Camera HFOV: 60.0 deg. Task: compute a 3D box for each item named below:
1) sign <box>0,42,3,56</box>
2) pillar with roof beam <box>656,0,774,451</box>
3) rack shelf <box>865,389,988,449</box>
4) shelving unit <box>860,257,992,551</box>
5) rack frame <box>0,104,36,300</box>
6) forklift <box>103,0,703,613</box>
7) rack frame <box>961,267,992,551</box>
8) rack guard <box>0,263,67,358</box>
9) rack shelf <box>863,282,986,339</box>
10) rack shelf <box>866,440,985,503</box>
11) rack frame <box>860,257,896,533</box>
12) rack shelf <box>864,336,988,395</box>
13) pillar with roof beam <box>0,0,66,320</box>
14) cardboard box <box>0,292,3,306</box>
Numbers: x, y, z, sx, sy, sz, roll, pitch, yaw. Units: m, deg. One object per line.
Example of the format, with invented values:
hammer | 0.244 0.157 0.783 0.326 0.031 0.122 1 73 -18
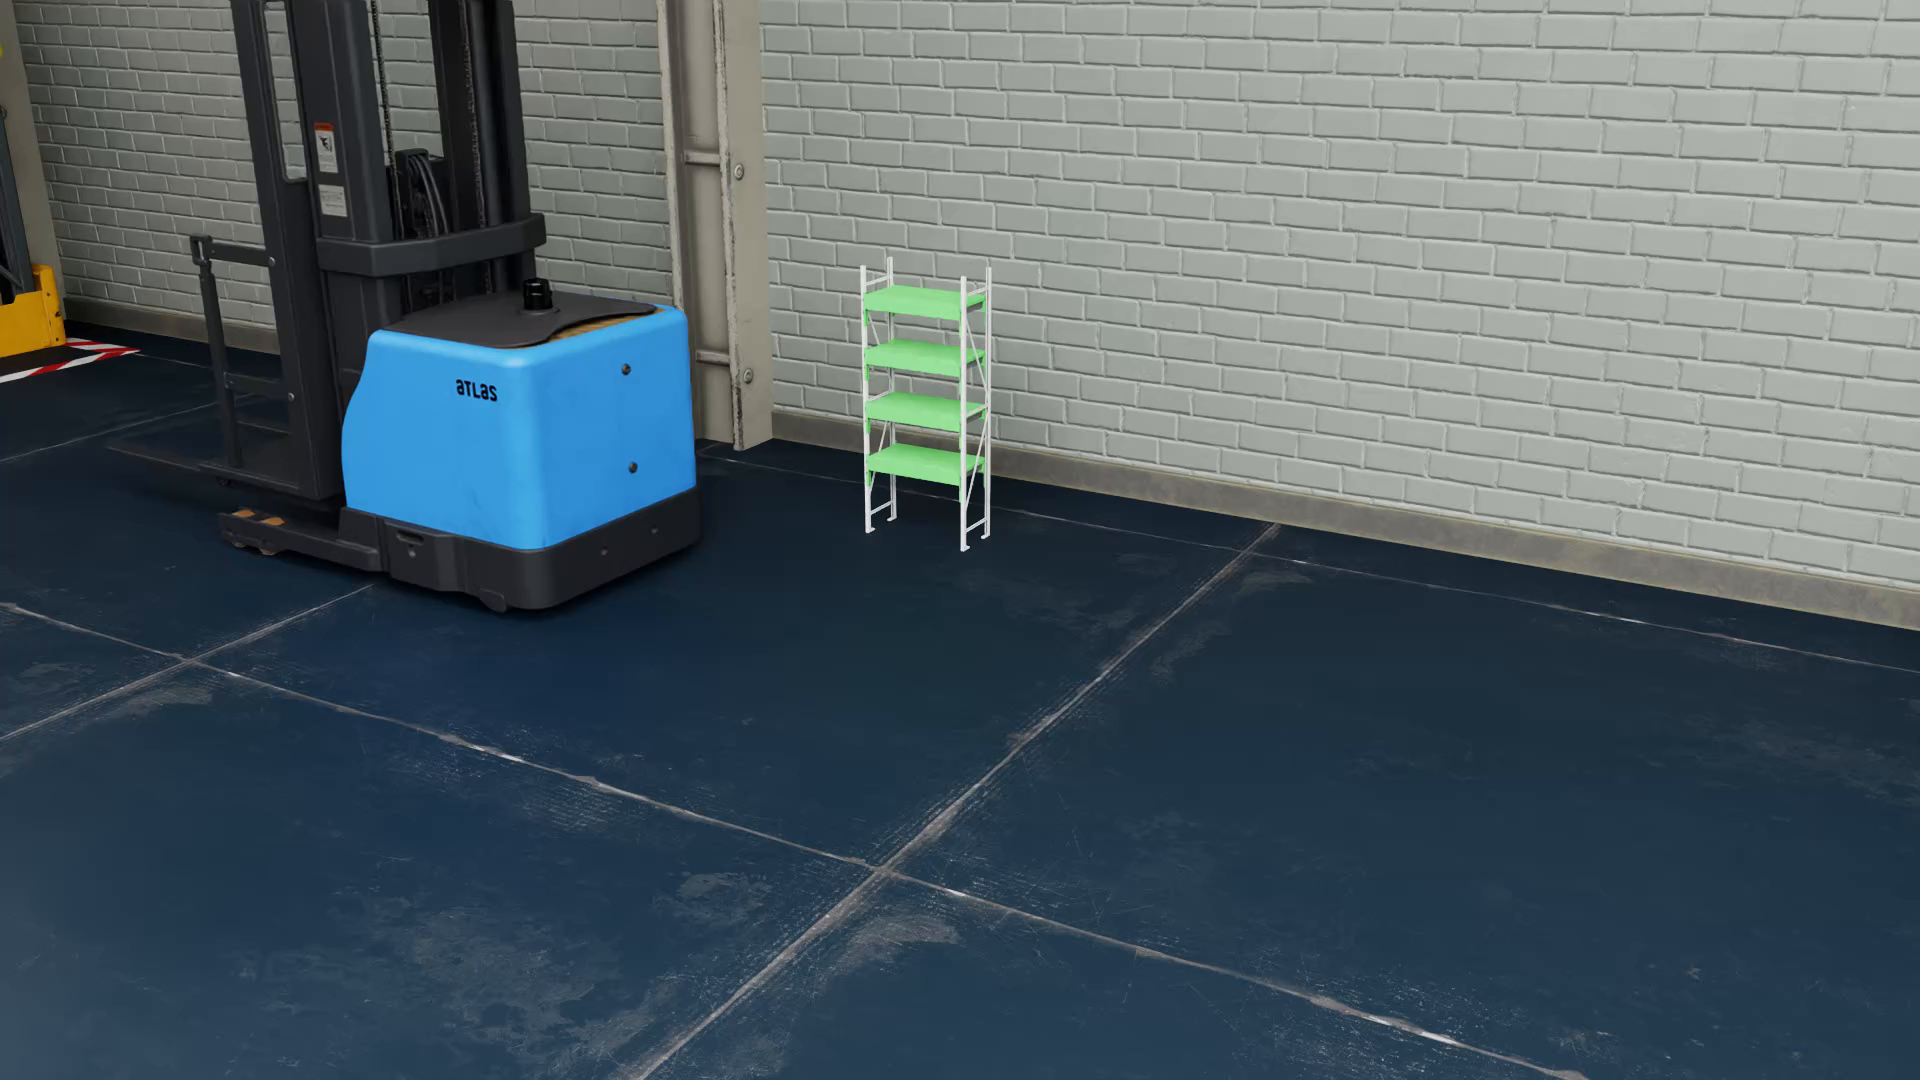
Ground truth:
sign | -6.025 -3.173 10.329 0.005 0.325 0.100 11 23 27
pillar with roof beam | -3.331 -3.490 3.789 0.400 9.000 9.100 11 23 27
rack shelf | -0.145 -0.531 7.258 0.480 0.148 0.258 11 23 27
shelving unit | -0.145 -0.592 7.236 0.503 1.200 0.258 11 23 27
rack frame | -6.301 -2.565 10.037 0.127 3.000 1.000 11 23 27
forklift | -2.636 -1.449 7.061 3.031 2.935 1.130 12 23 29
rack frame | 0.068 -0.551 7.124 0.015 1.200 0.240 11 23 27
rack guard | -6.280 -1.386 10.452 0.348 0.500 1.175 11 23 27
rack shelf | -0.145 -0.983 7.094 0.480 0.148 0.258 11 23 27
rack shelf | -0.145 -0.306 7.340 0.480 0.148 0.258 11 23 27
rack frame | -0.358 -0.632 7.348 0.015 1.200 0.240 11 23 27
rack shelf | -0.145 -0.757 7.176 0.480 0.148 0.258 11 23 27
pillar with roof beam | -8.569 -4.488 6.540 0.400 9.000 9.100 11 23 27
cardboard box | -6.635 -1.610 10.820 0.500 0.250 0.500 11 23 28
